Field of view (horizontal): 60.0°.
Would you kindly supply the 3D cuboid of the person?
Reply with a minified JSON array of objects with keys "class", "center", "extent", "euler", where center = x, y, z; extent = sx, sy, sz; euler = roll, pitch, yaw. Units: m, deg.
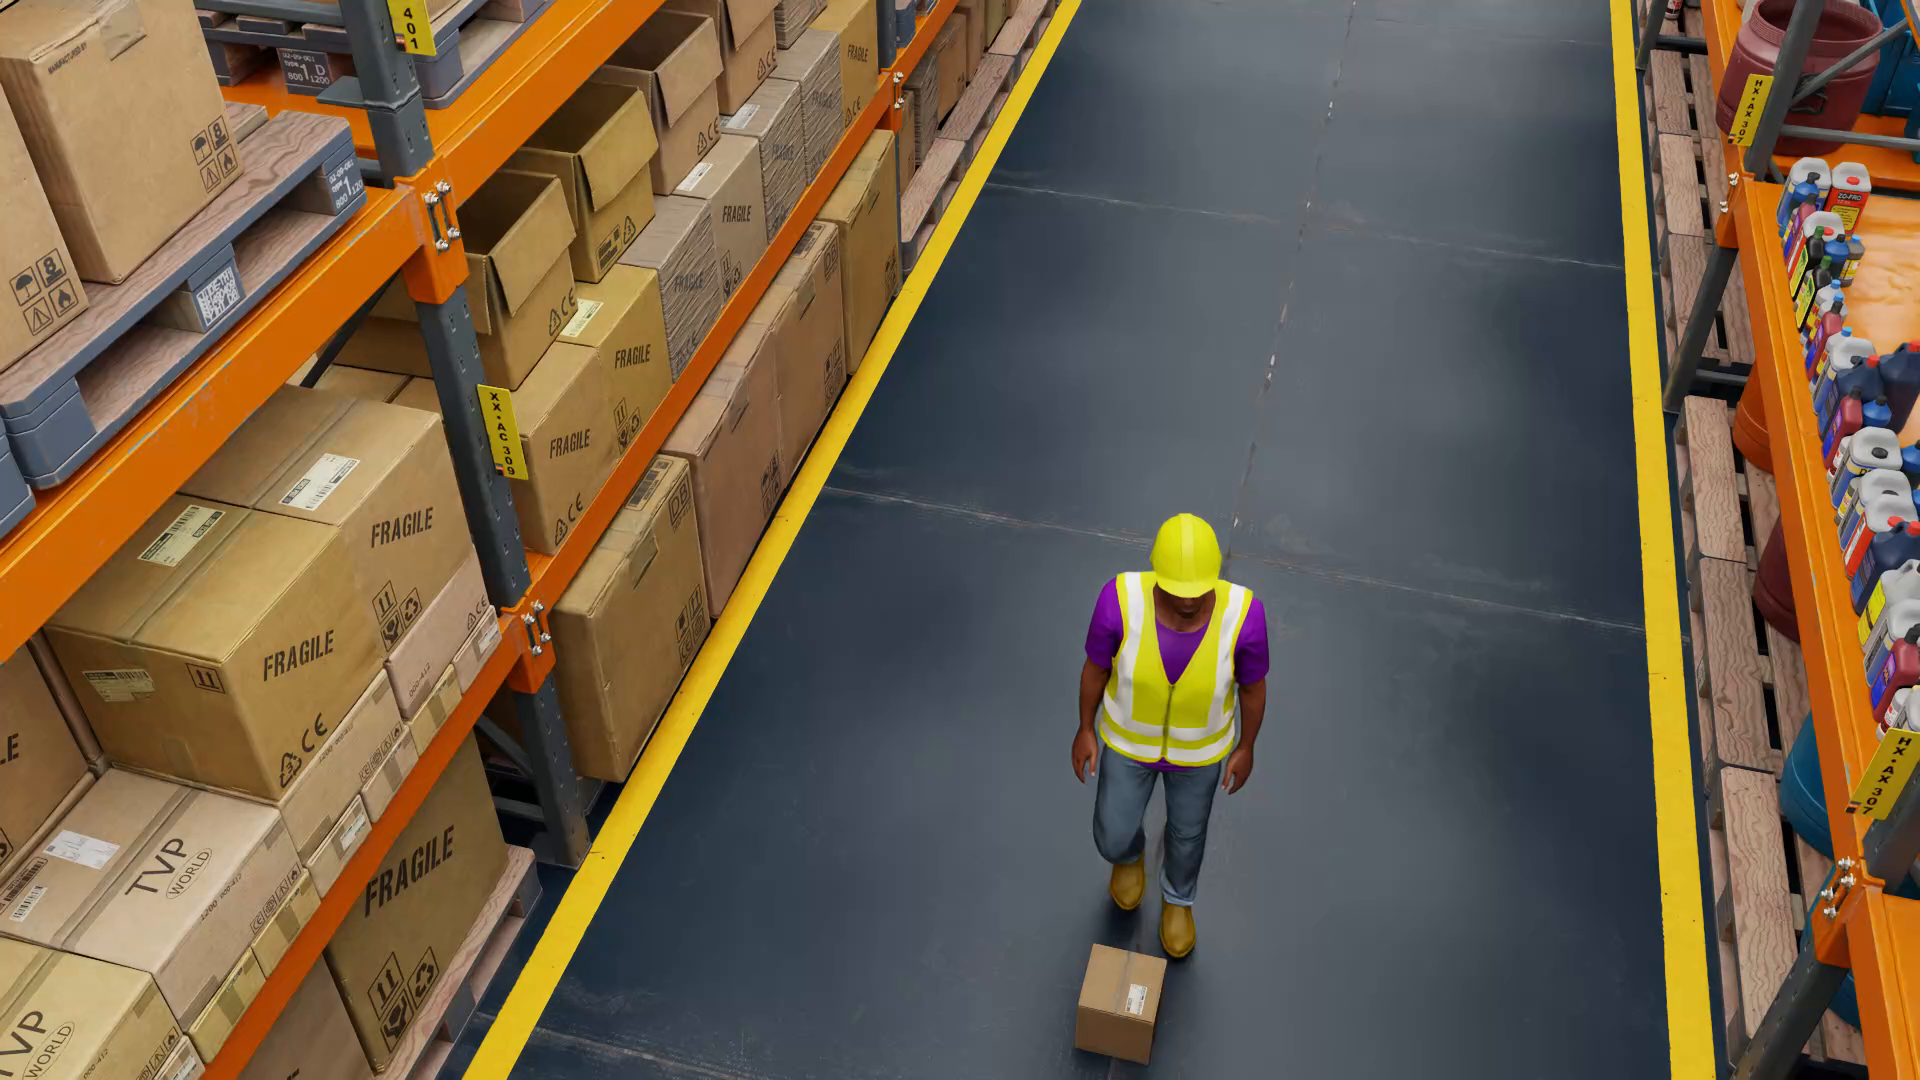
[{"class":"person","center":[0.665,0.643,5.371],"extent":[0.599,1.771,0.436],"euler":[5,41,6]}]
